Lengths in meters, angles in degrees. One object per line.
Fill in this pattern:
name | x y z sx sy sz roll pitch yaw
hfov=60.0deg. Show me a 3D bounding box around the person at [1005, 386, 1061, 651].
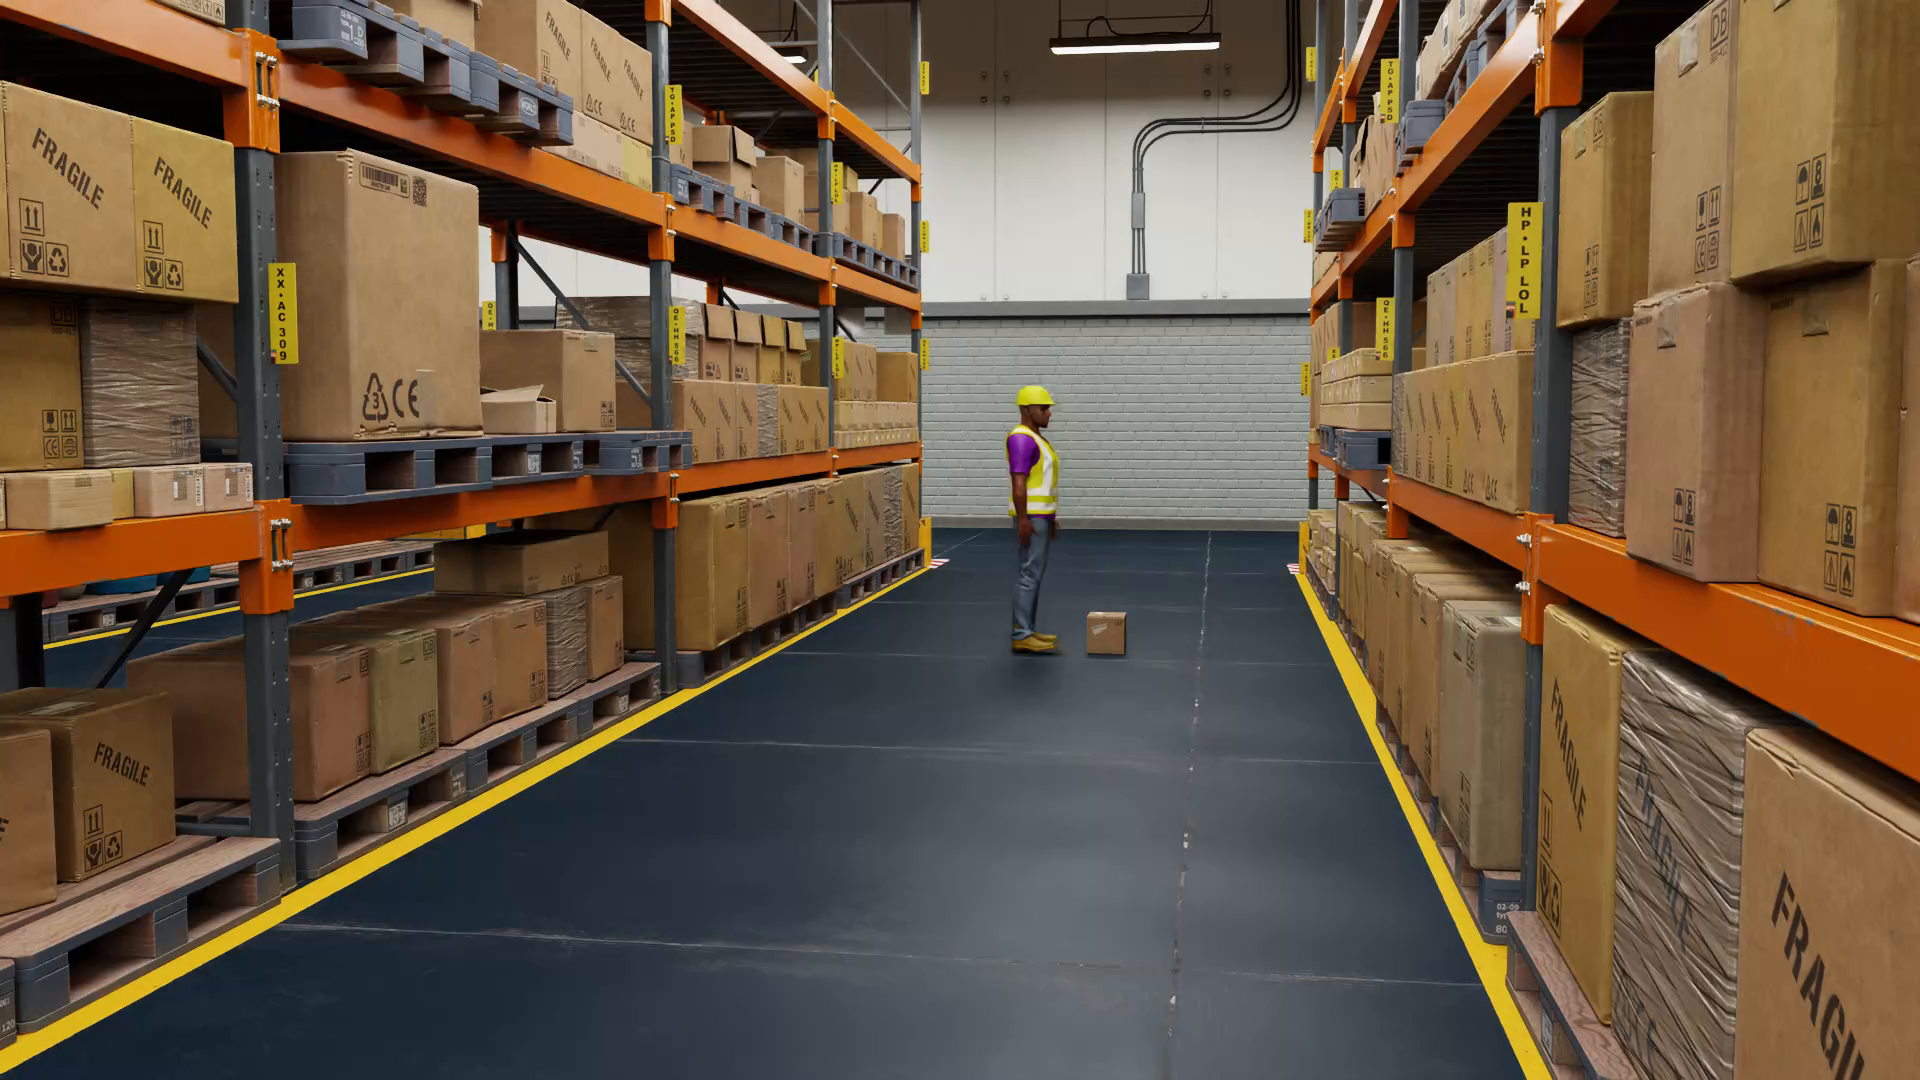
person | 0.498 -0.153 11.230 0.348 1.769 0.579 1 5 10
